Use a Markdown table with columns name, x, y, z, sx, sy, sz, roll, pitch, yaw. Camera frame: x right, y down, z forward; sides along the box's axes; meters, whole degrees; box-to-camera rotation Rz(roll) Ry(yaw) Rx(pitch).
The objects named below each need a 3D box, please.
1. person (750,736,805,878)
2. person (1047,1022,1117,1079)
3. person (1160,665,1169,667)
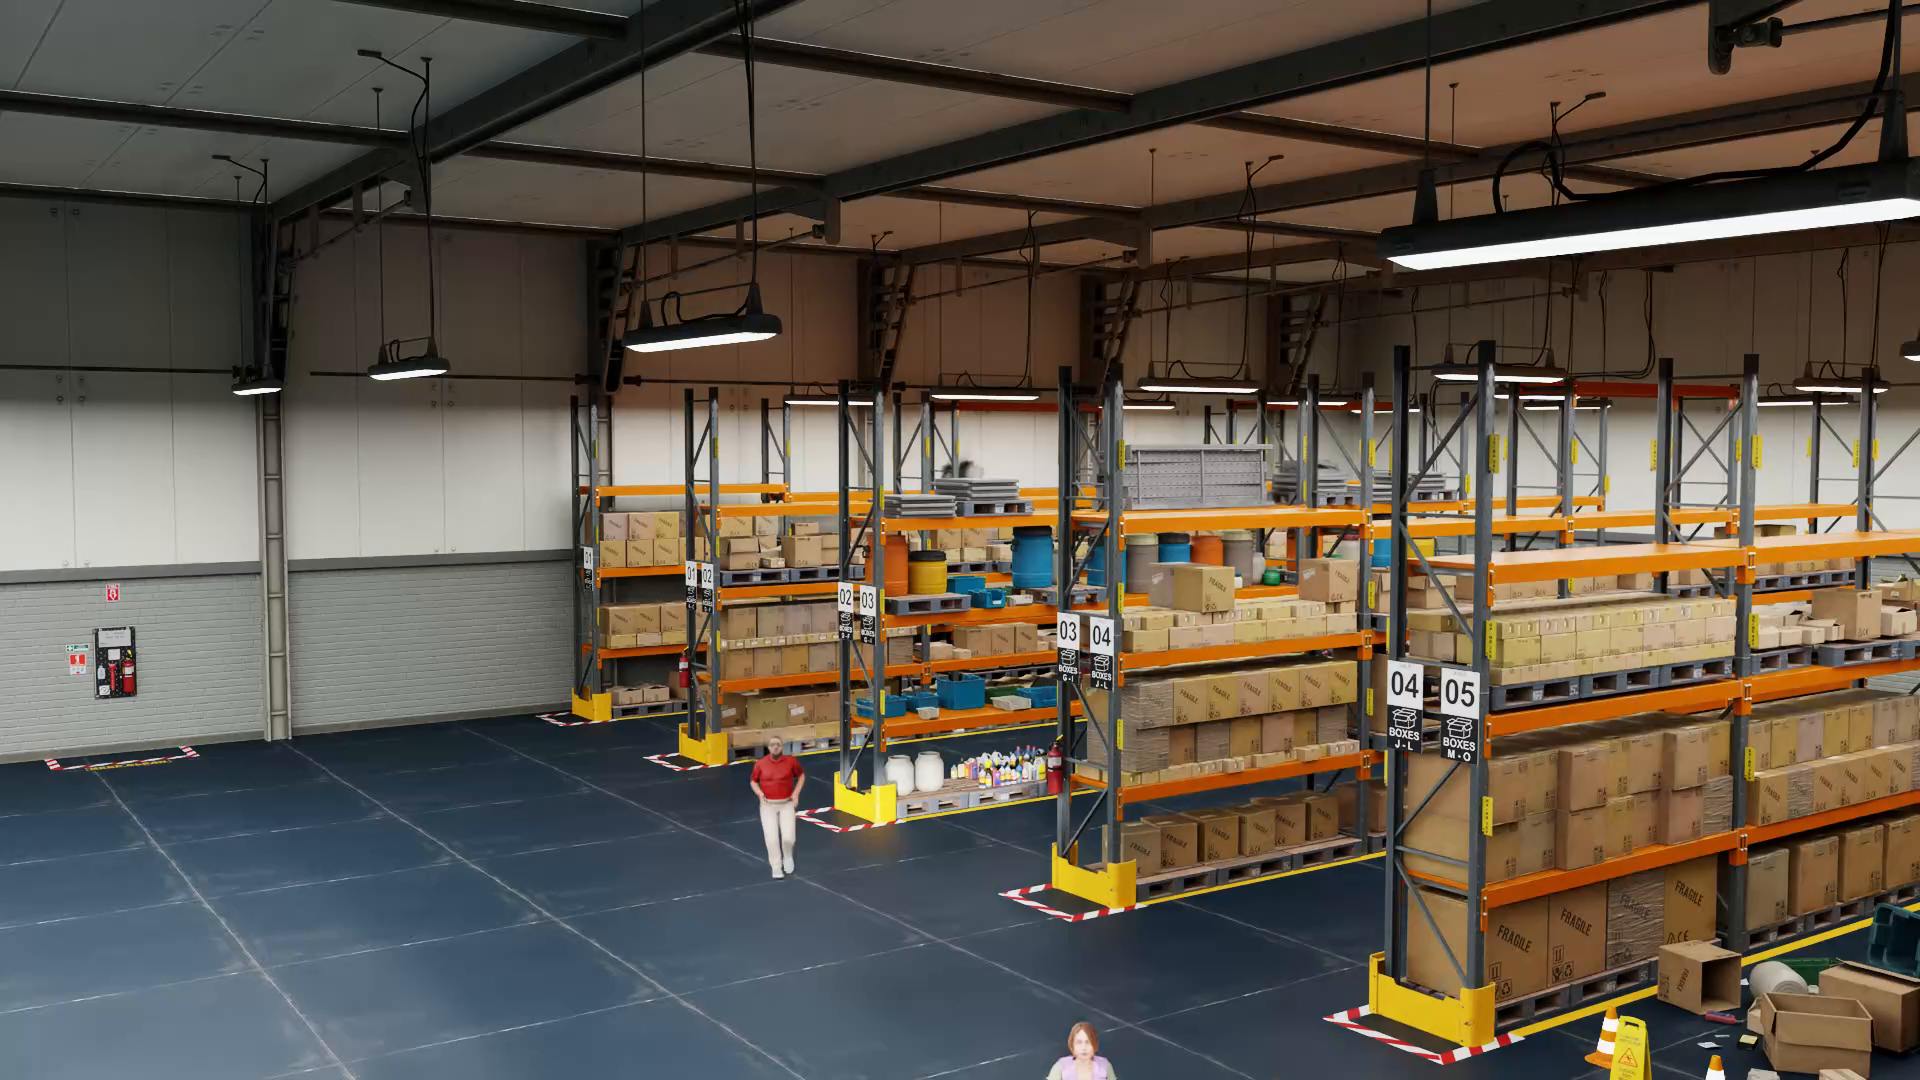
| name | x | y | z | sx | sy | sz | roll | pitch | yaw |
| --- | --- | --- | --- | --- | --- | --- | --- | --- | --- |
| person | -2.140 | 3.140 | 19.516 | 0.638 | 1.681 | 0.586 | 0 | 3 | -6 |
| person | 0.759 | 3.802 | 10.360 | 0.541 | 1.477 | 0.666 | 0 | 3 | 0 |
| person | 3.666 | 2.597 | 28.693 | 0.907 | 1.638 | 0.637 | -3 | 5 | -41 |
